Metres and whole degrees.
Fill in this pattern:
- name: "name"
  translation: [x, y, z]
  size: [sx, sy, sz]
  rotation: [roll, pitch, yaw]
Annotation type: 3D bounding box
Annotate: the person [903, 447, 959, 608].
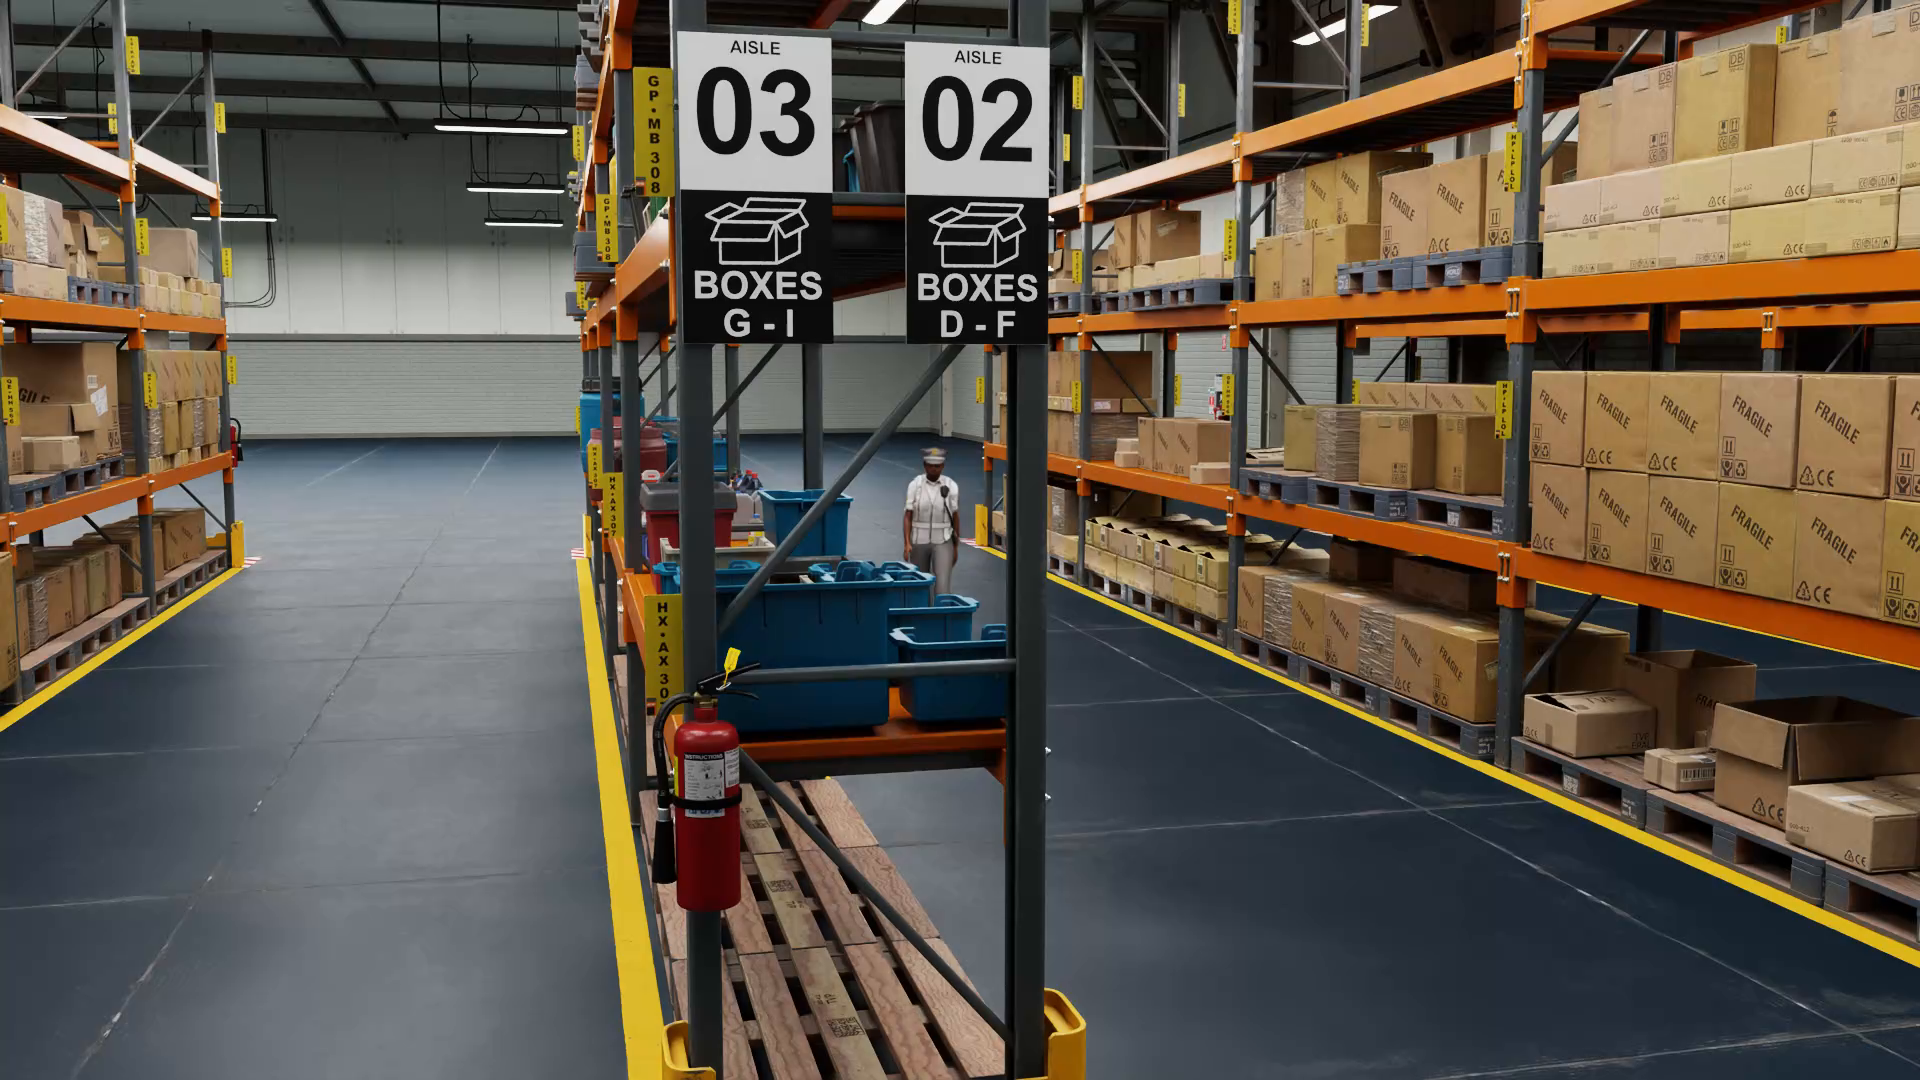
- name: "person"
  translation: [-0.240, 0.048, 13.685]
  size: [0.450, 1.630, 0.910]
  rotation: [1, 6, 5]
